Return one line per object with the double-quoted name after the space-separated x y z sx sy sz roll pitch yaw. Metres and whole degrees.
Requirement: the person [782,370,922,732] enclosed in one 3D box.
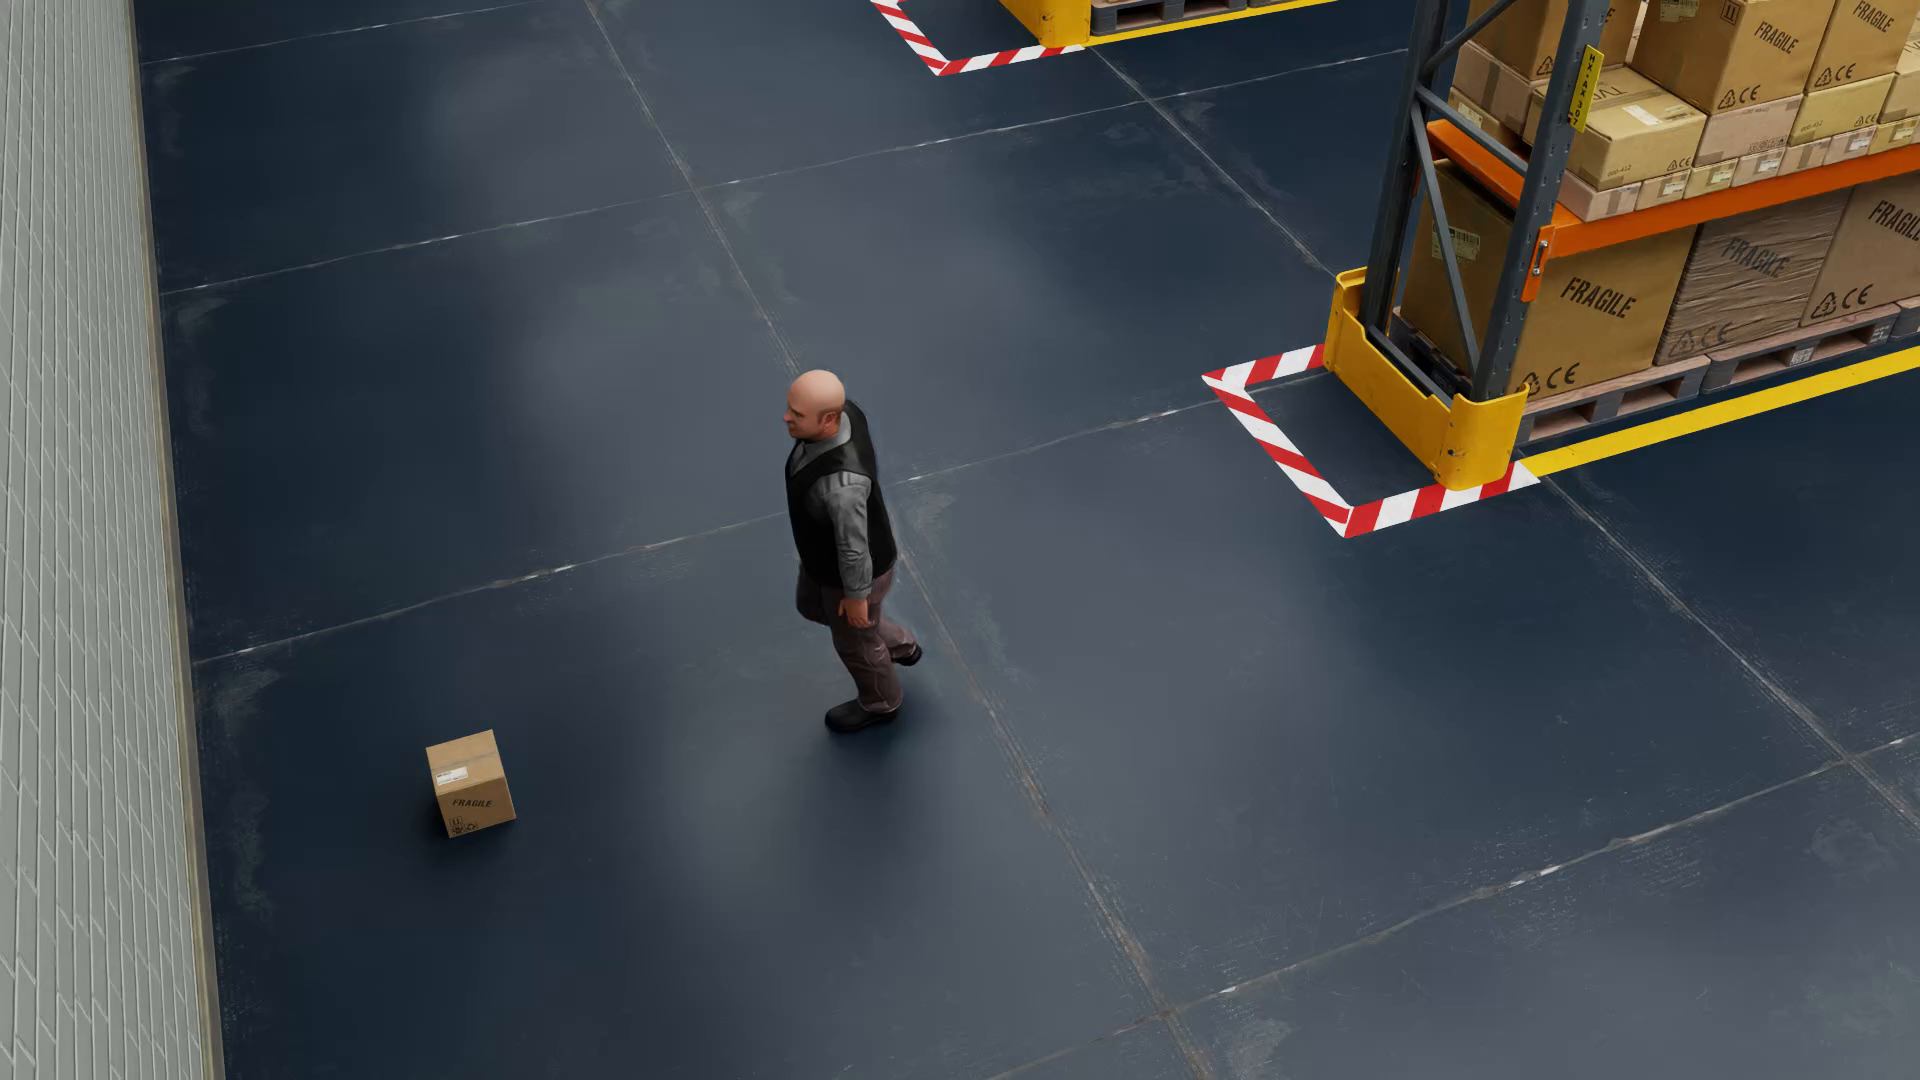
-0.371 0.056 6.103 0.490 1.714 0.583 -7 42 -8 "person"
